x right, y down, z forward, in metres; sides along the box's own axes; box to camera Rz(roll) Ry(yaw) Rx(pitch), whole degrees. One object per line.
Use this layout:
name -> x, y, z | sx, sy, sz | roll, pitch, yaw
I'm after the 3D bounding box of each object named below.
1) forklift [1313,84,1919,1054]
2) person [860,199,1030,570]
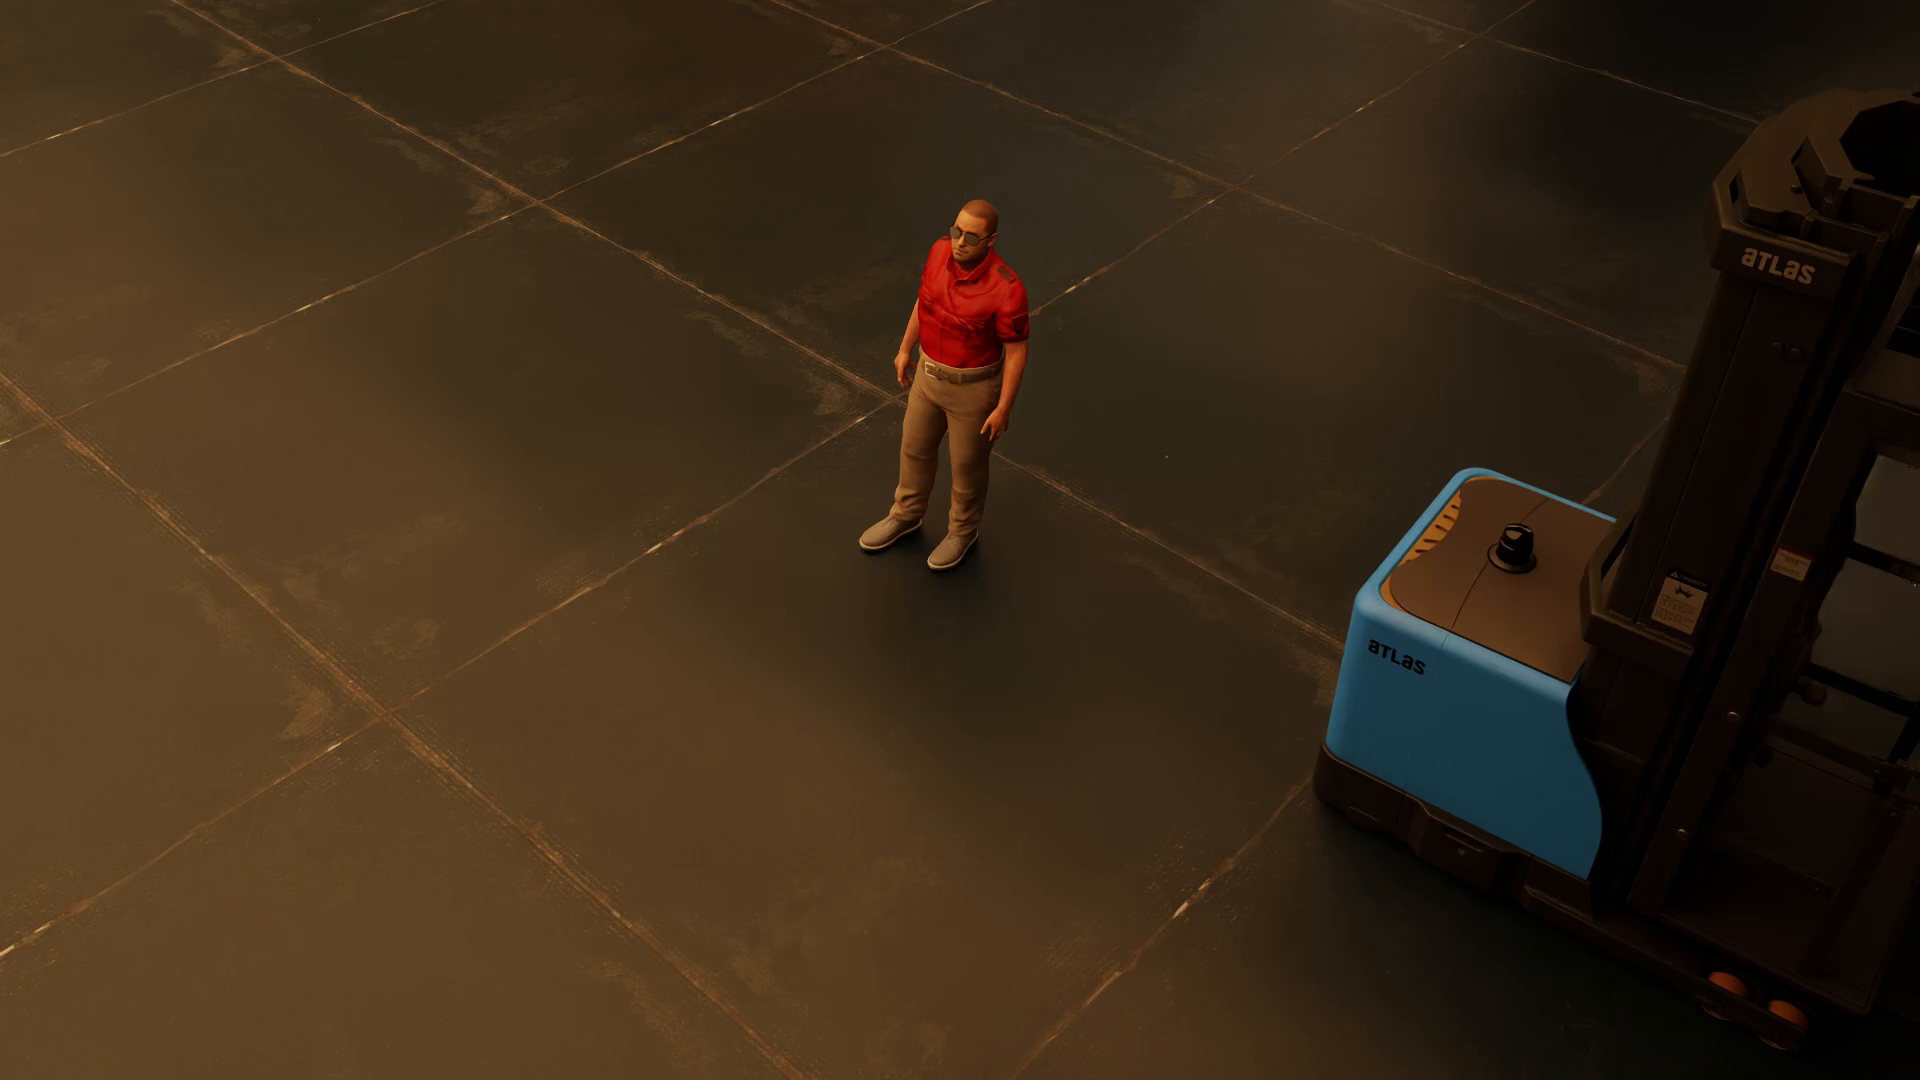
forklift -> 2.858, 0.223, 5.169 | 3.031, 2.935, 1.130 | 26, 47, 27
person -> -0.069, -0.624, 7.067 | 0.642, 1.727, 0.550 | 31, 49, 31
